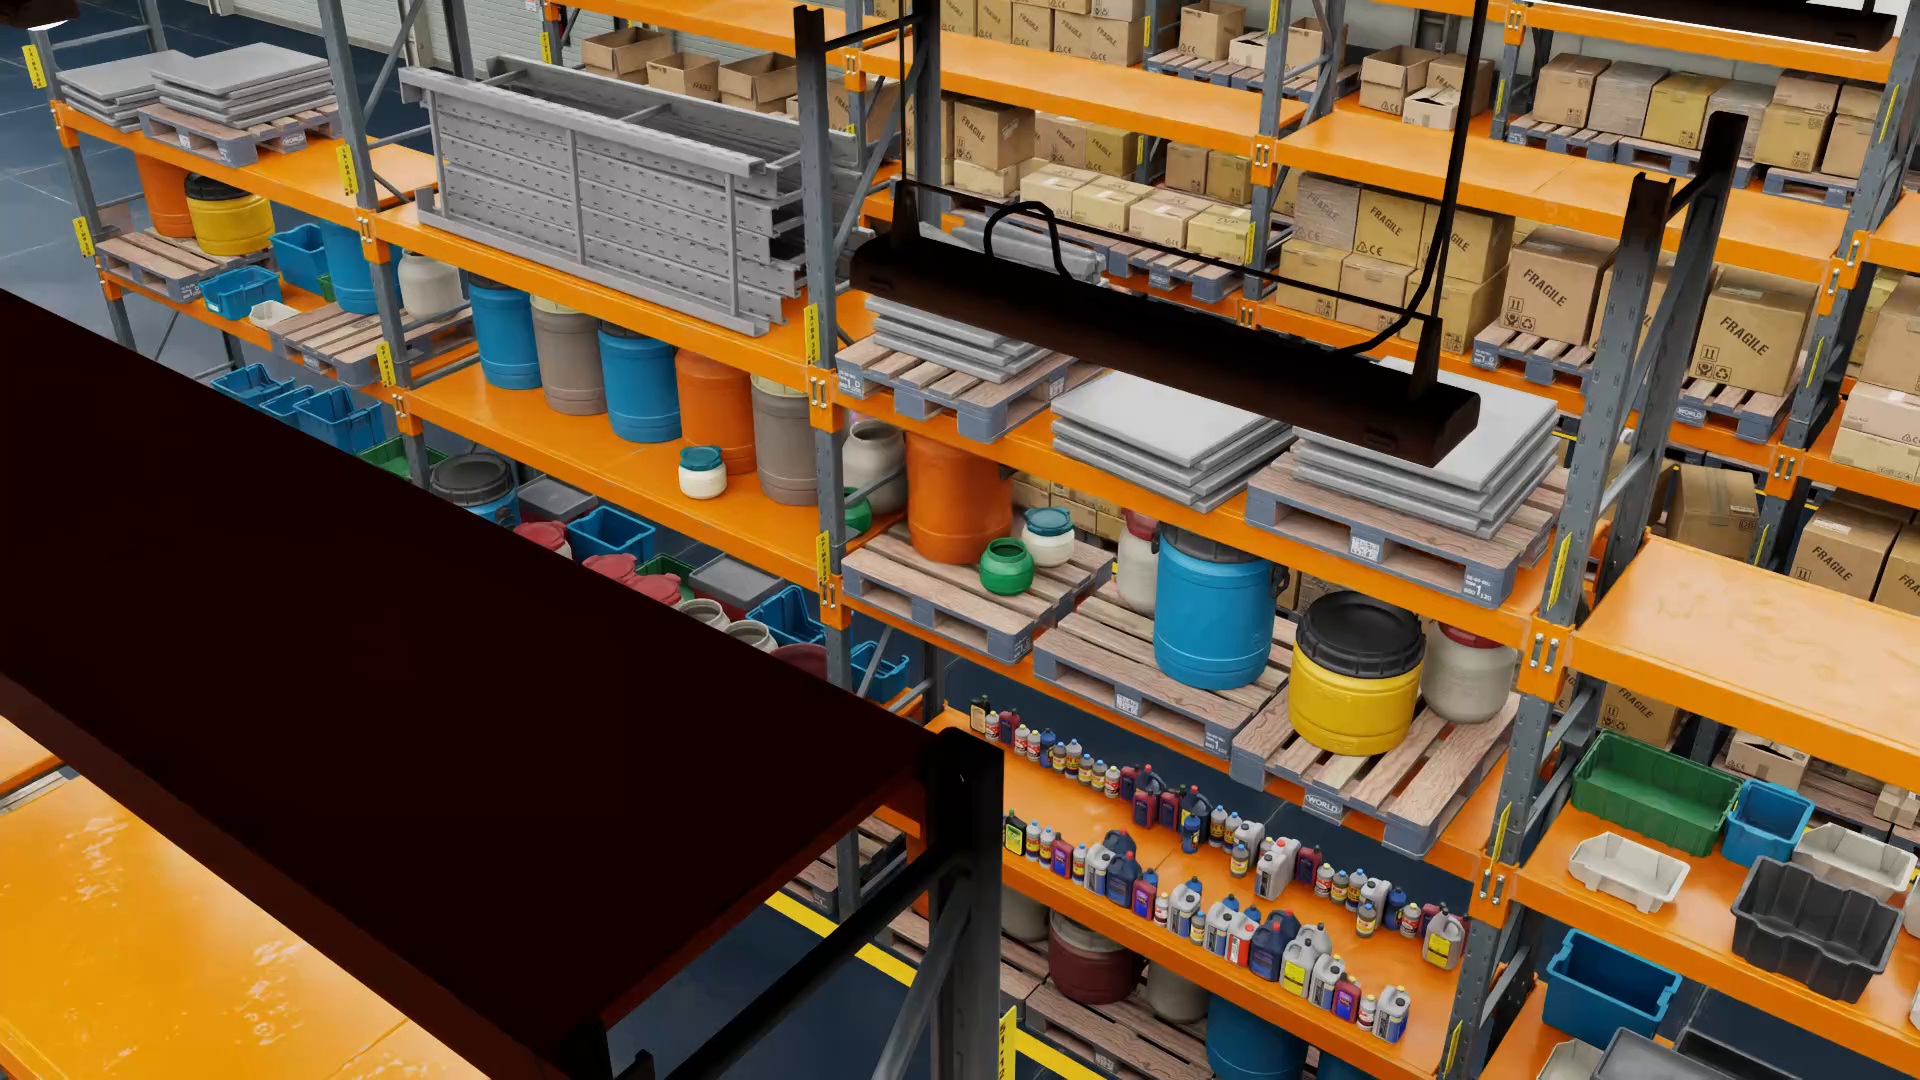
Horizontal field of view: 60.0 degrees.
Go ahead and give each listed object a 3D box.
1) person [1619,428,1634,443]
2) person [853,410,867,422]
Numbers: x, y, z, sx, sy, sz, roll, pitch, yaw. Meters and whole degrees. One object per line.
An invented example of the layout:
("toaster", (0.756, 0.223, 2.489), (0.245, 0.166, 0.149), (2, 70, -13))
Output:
("person", (5.851, -0.573, 14.530), (0.917, 1.598, 0.606), (18, 36, 27))
("person", (-0.938, -0.705, 14.917), (0.424, 1.607, 0.514), (-24, 39, -33))
